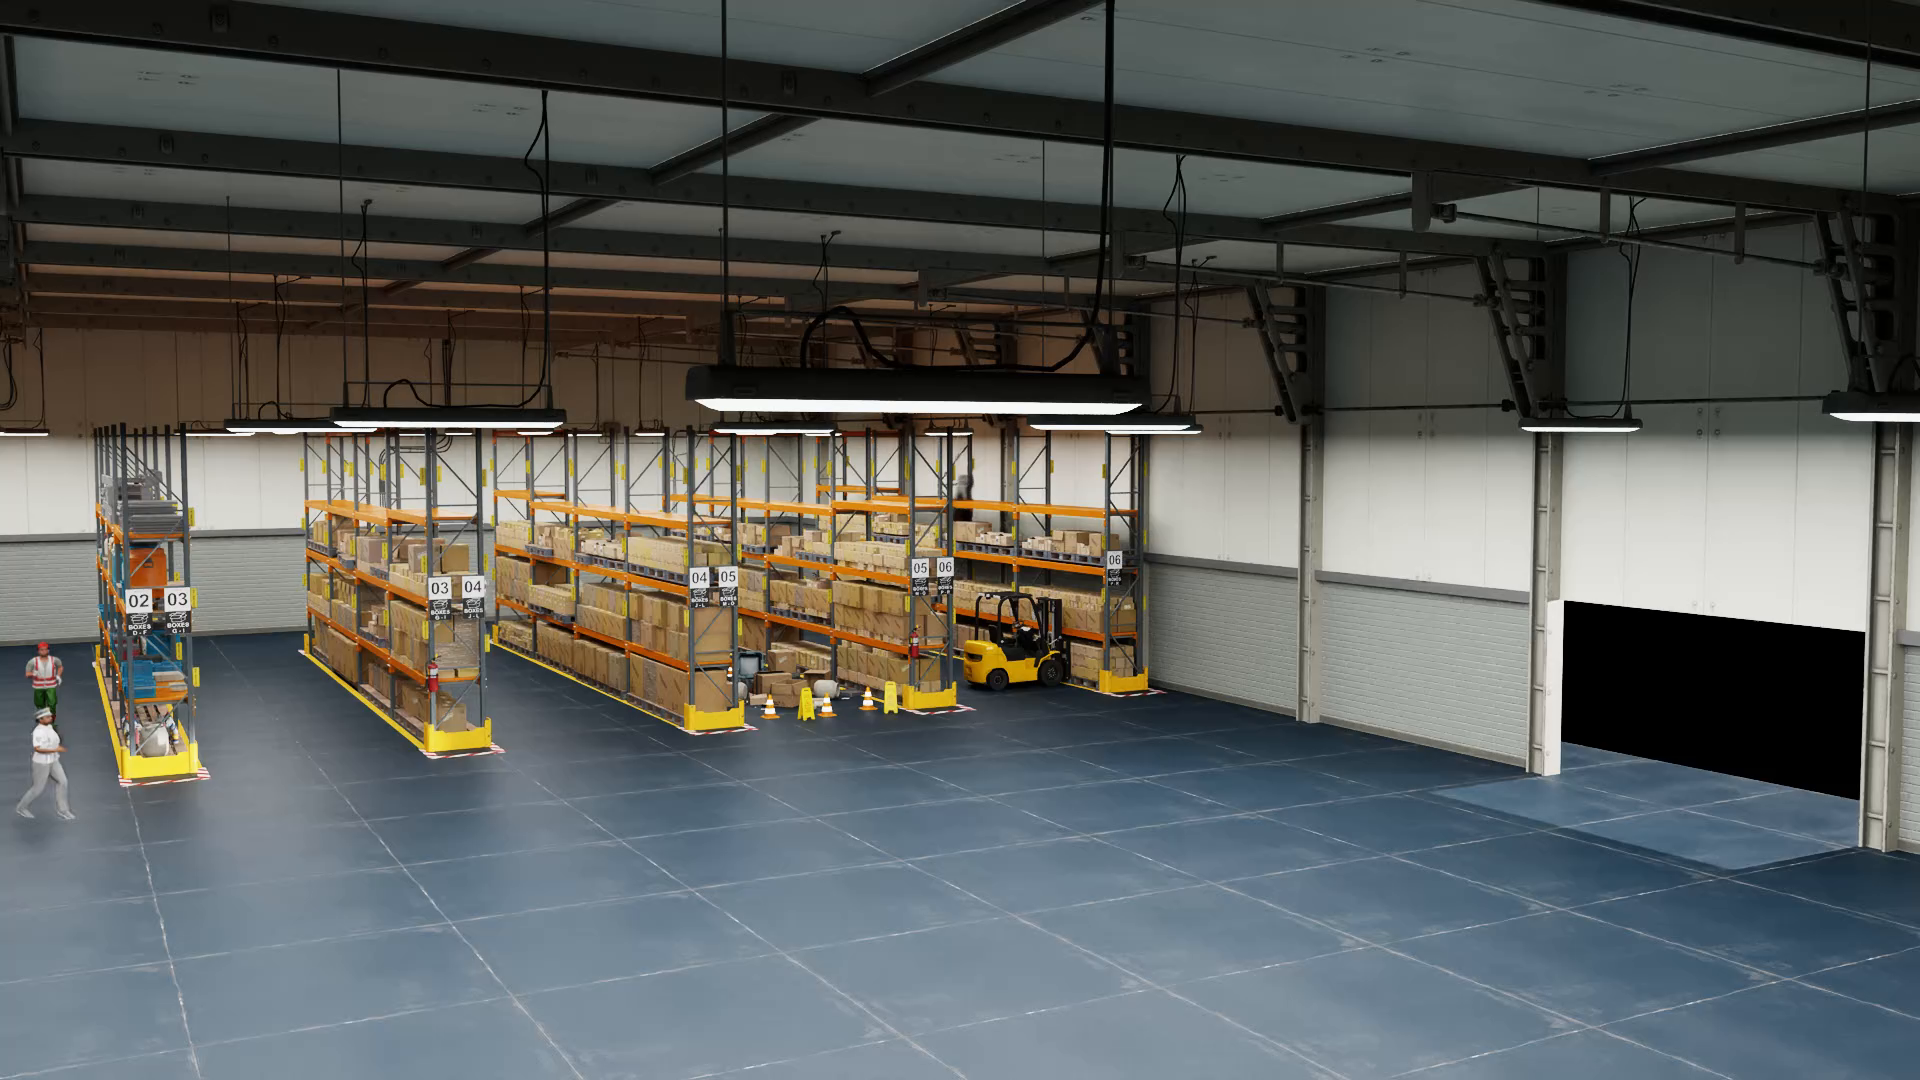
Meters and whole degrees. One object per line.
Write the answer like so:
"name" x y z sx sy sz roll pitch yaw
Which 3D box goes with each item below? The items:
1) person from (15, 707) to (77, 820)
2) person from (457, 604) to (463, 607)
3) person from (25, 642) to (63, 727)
"person" -13.737 3.370 24.936 0.832 1.747 0.582 0 3 -2
"person" -13.427 2.150 44.698 0.723 1.819 0.907 -1 4 -14
"person" -17.586 2.877 31.954 0.639 1.833 0.782 -2 4 -30
